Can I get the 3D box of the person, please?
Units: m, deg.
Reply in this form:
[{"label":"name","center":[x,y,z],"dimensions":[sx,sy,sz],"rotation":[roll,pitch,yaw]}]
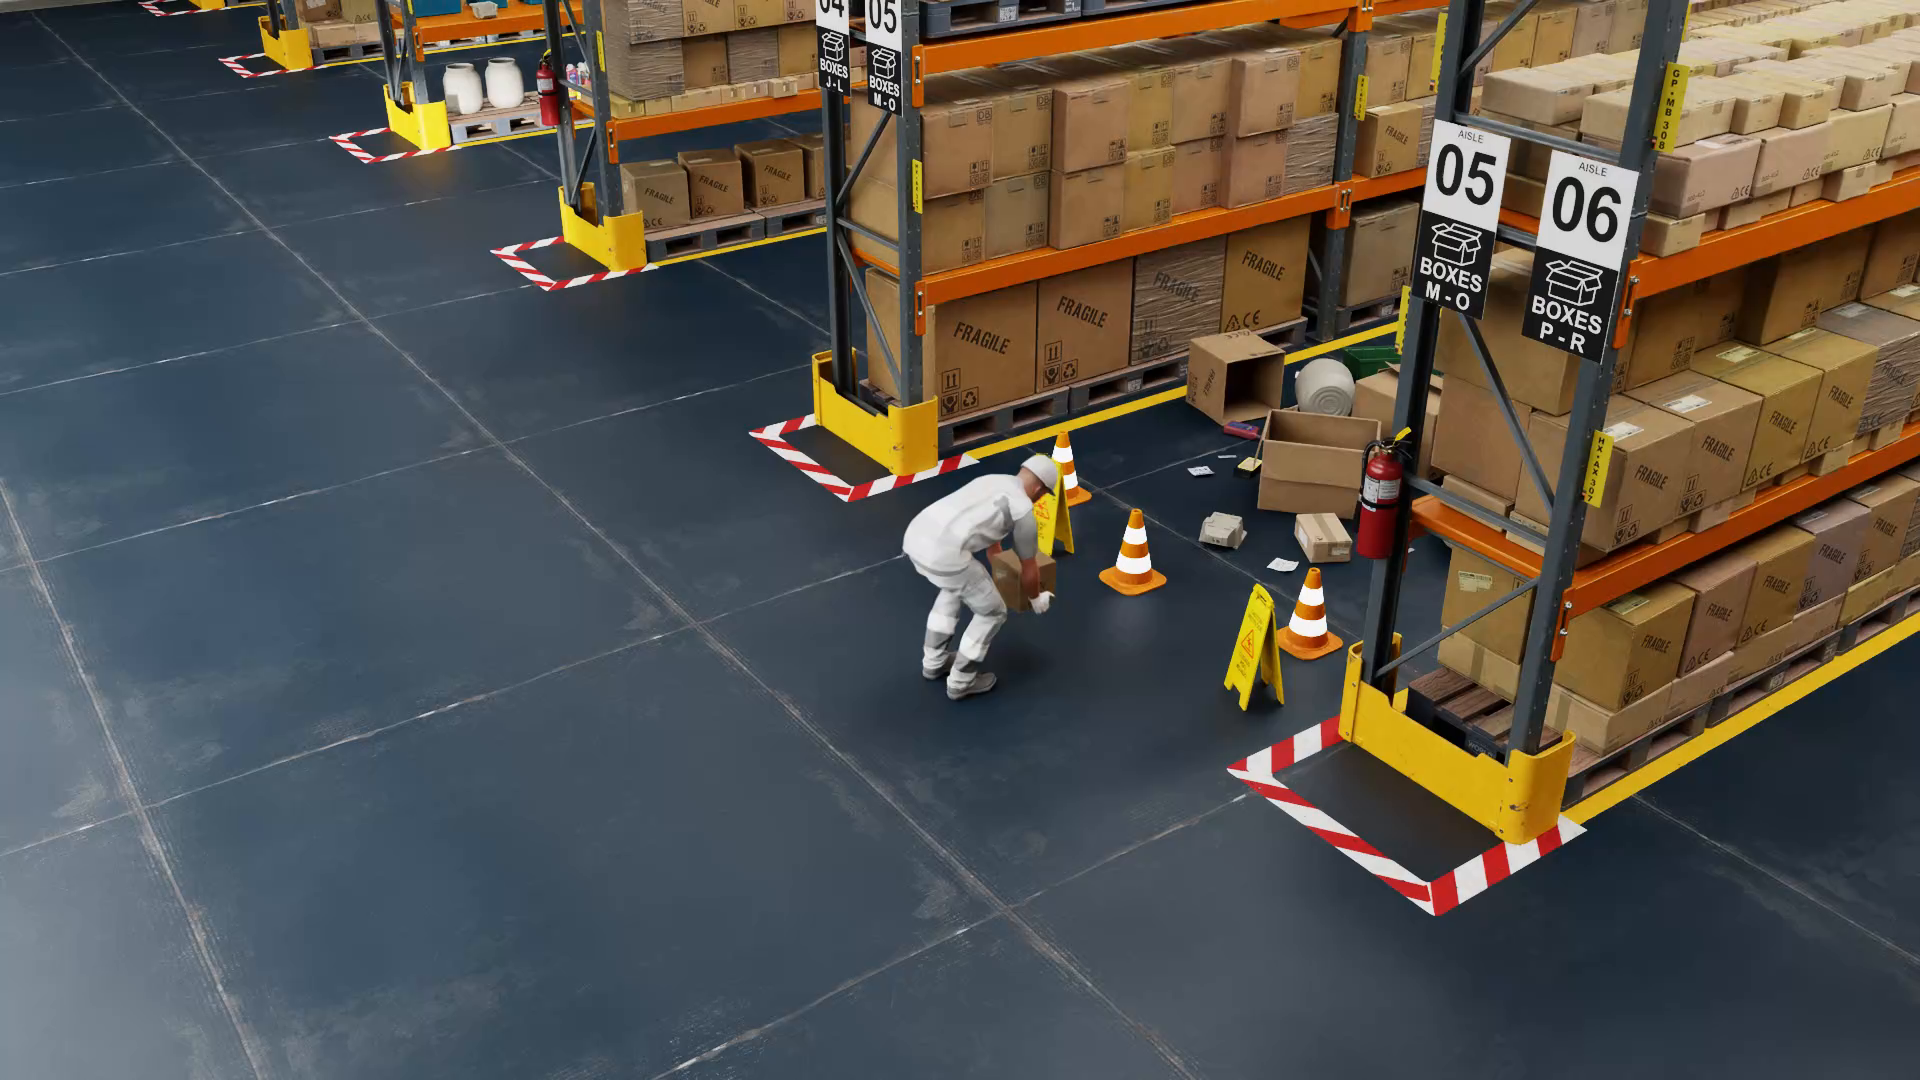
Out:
[{"label":"person","center":[0.141,0.187,8.891],"dimensions":[0.944,1.178,0.517],"rotation":[-20,34,-33]}]
